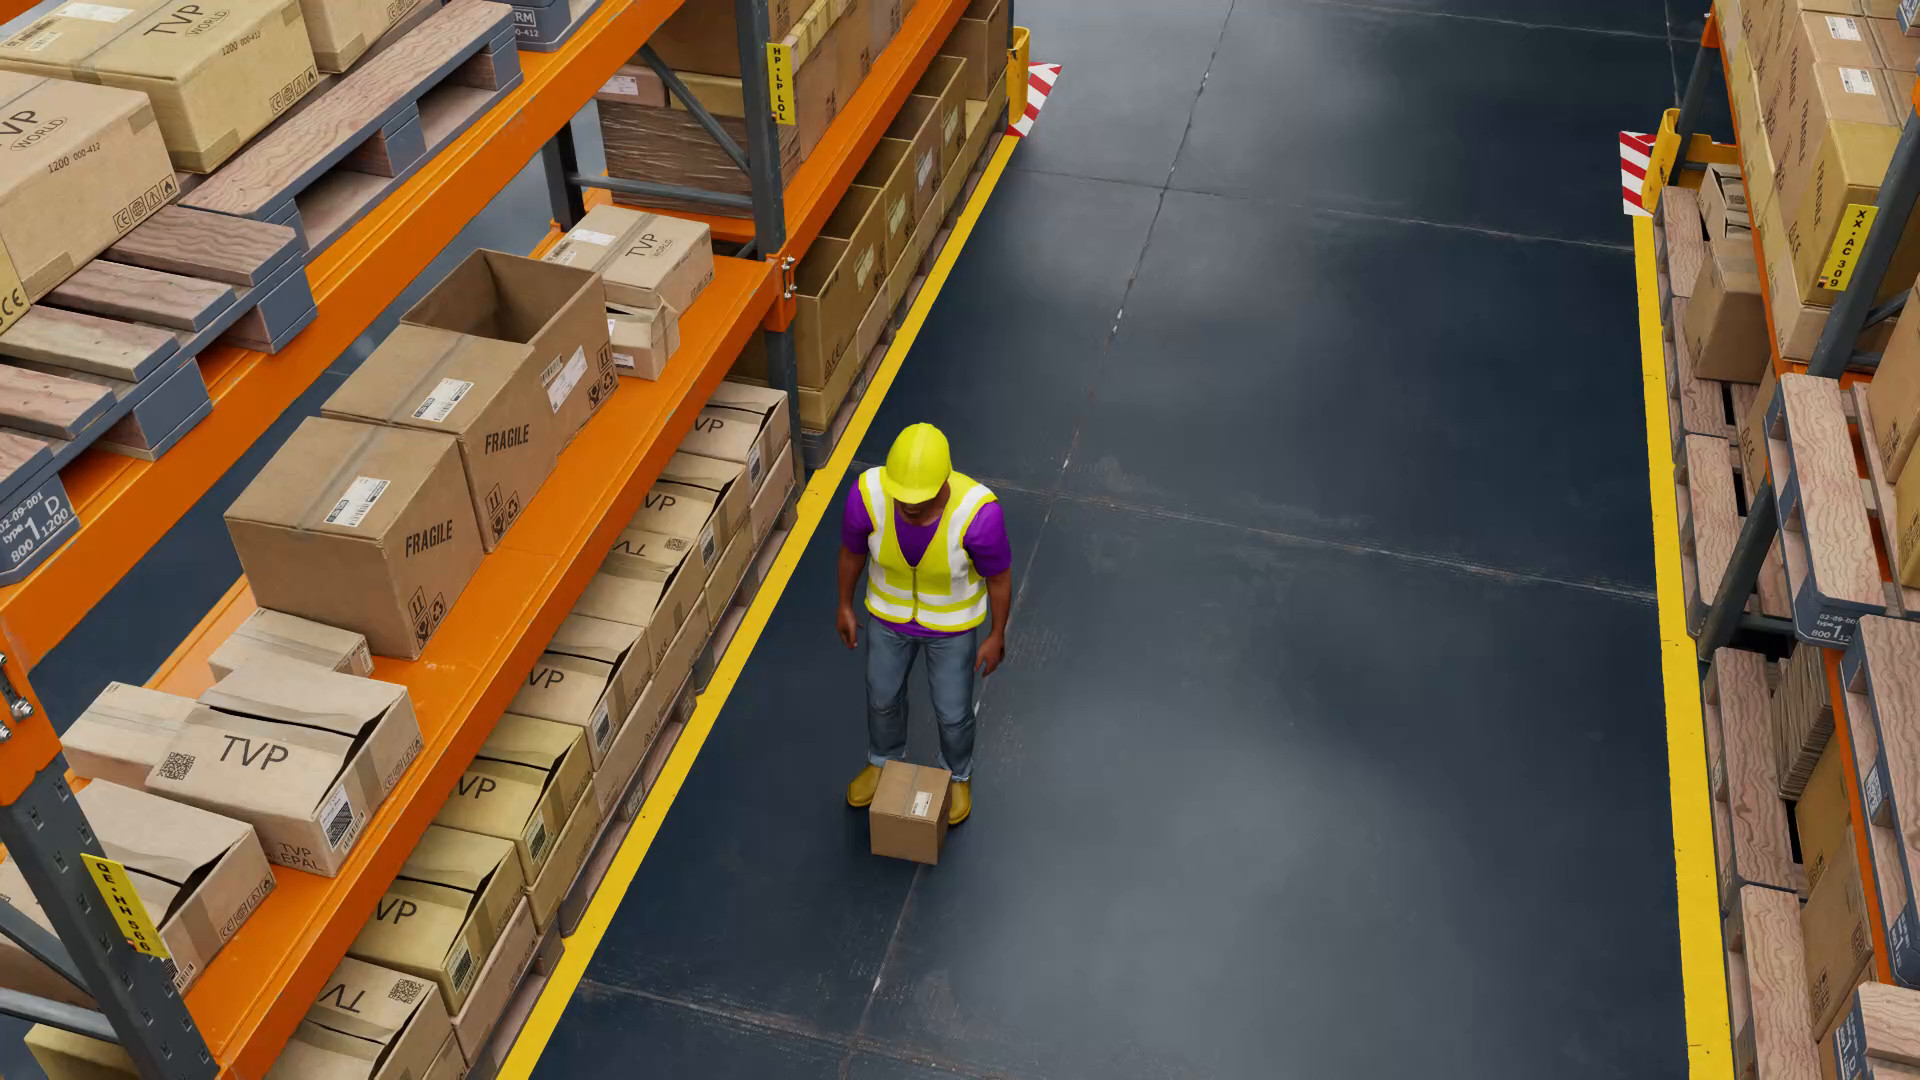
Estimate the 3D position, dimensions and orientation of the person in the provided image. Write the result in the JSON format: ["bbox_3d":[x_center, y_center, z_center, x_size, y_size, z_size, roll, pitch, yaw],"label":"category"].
[{"bbox_3d":[-0.137,0.285,5.814,0.625,1.760,0.460,10,42,11],"label":"person"}]
